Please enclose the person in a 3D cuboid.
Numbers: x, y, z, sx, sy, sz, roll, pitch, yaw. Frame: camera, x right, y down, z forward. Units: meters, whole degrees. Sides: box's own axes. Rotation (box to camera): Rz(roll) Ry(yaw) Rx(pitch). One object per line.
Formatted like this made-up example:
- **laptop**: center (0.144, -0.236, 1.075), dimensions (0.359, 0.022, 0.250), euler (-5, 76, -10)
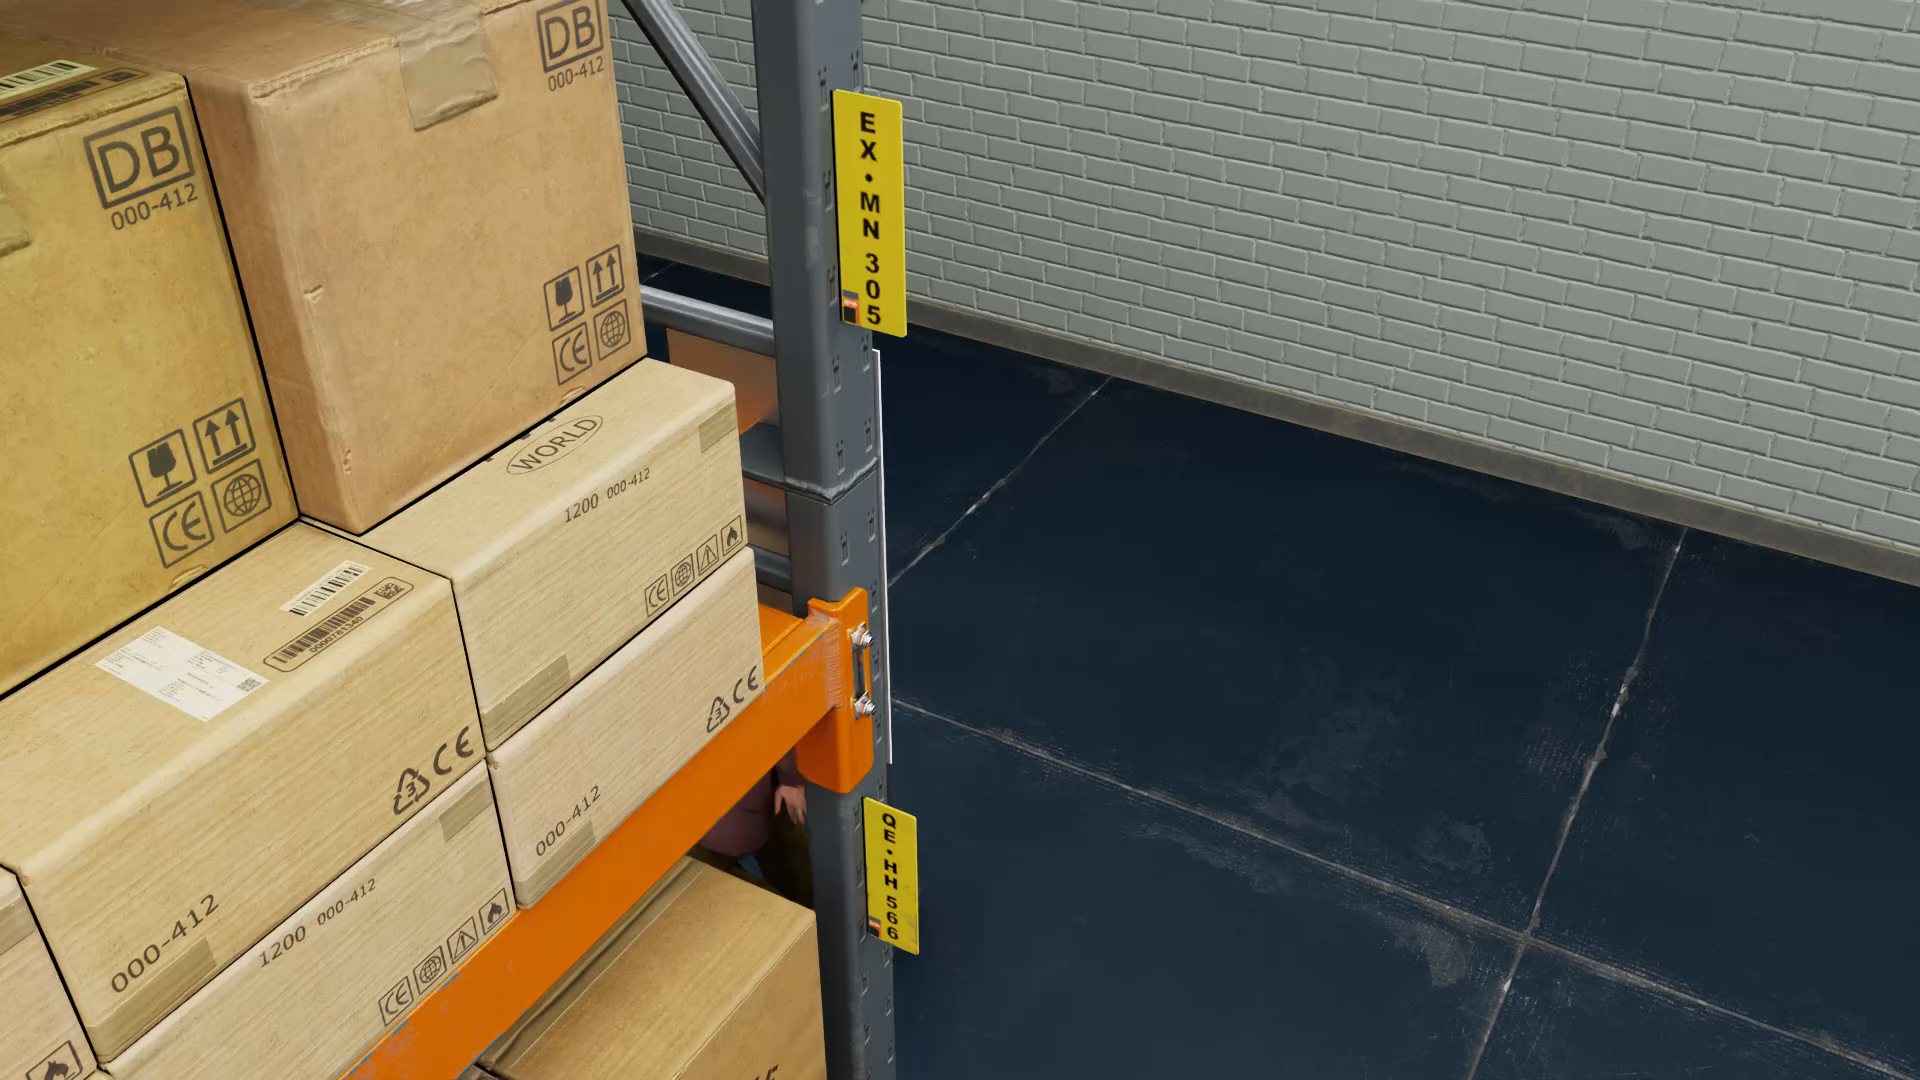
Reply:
- **person**: center (-0.668, 0.639, 5.158), dimensions (0.568, 1.764, 0.611), euler (-15, 37, -21)
